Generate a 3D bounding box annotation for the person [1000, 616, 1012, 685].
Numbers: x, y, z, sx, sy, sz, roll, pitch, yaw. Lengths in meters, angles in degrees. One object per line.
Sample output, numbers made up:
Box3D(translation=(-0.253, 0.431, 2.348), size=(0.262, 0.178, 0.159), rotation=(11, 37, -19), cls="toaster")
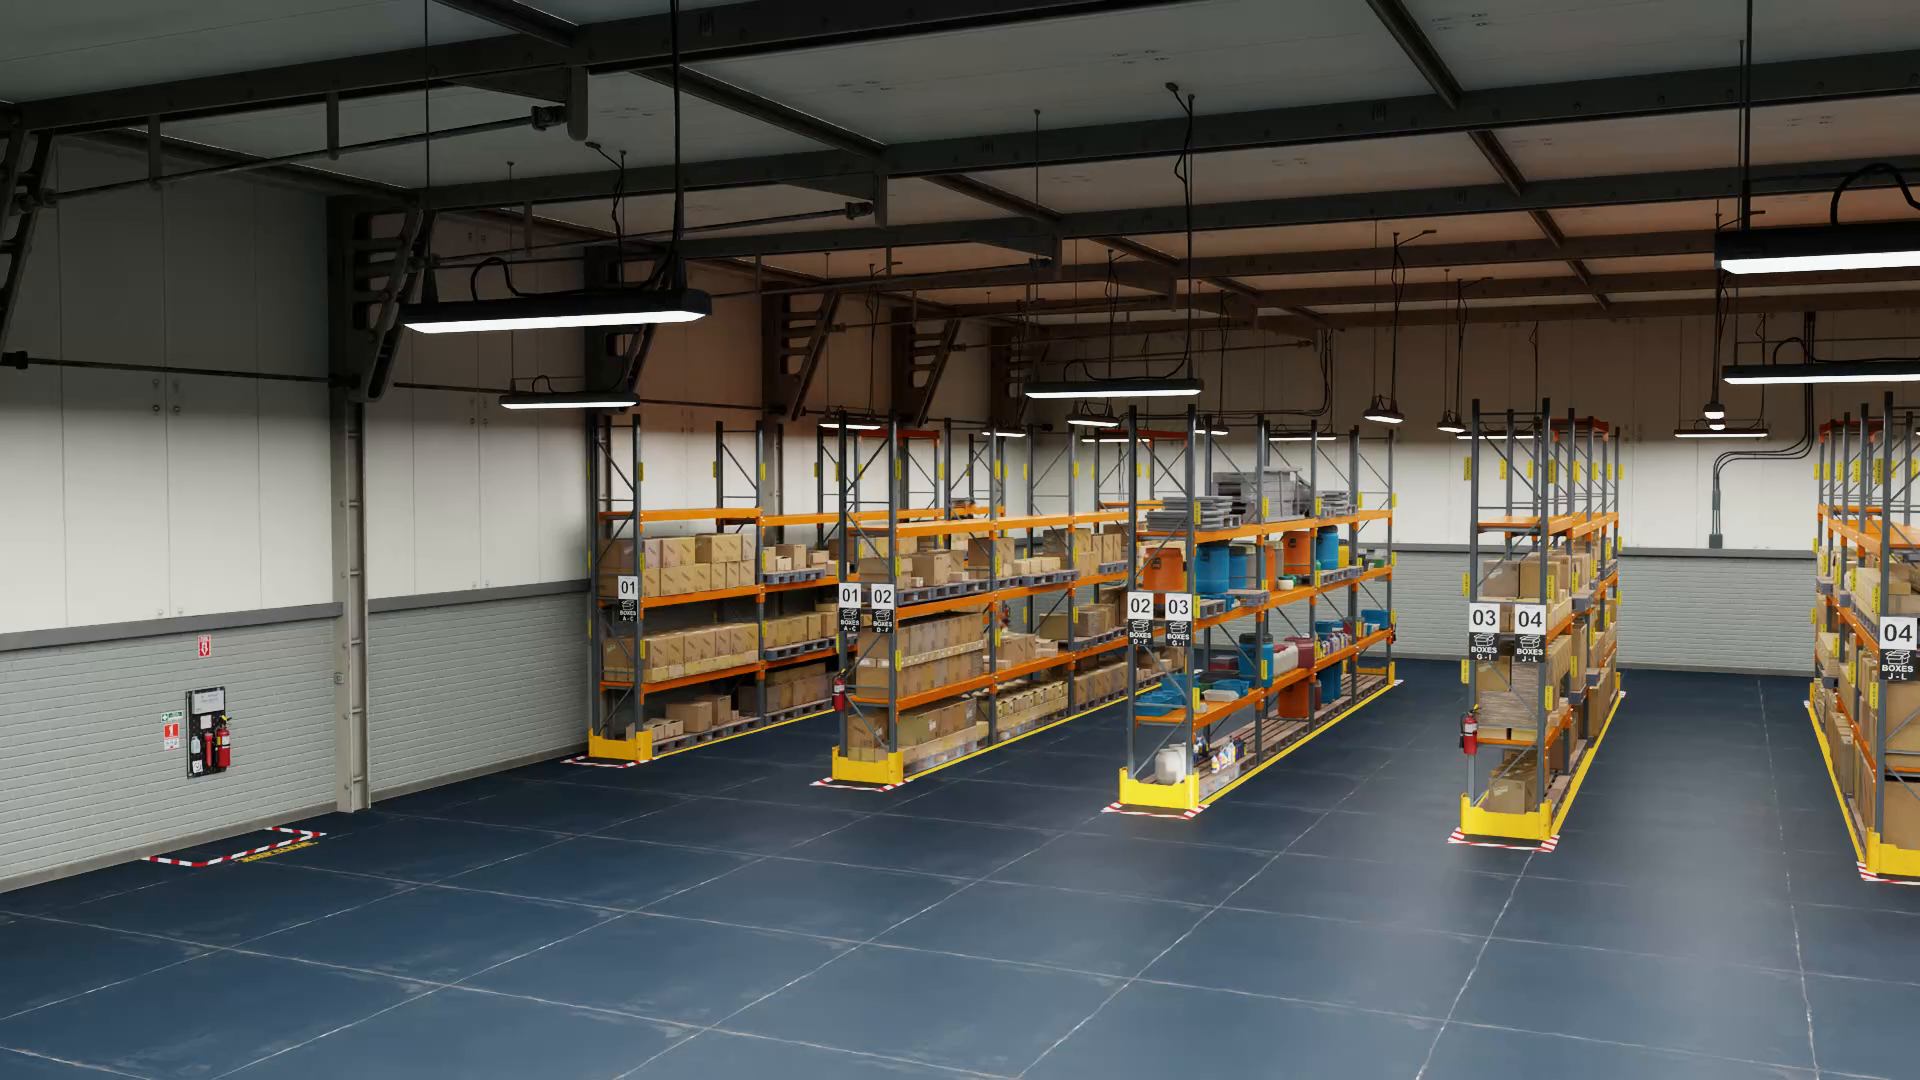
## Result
Box3D(translation=(1.021, 2.582, 38.241), size=(0.382, 1.675, 0.492), rotation=(1, 2, 12), cls="person")
